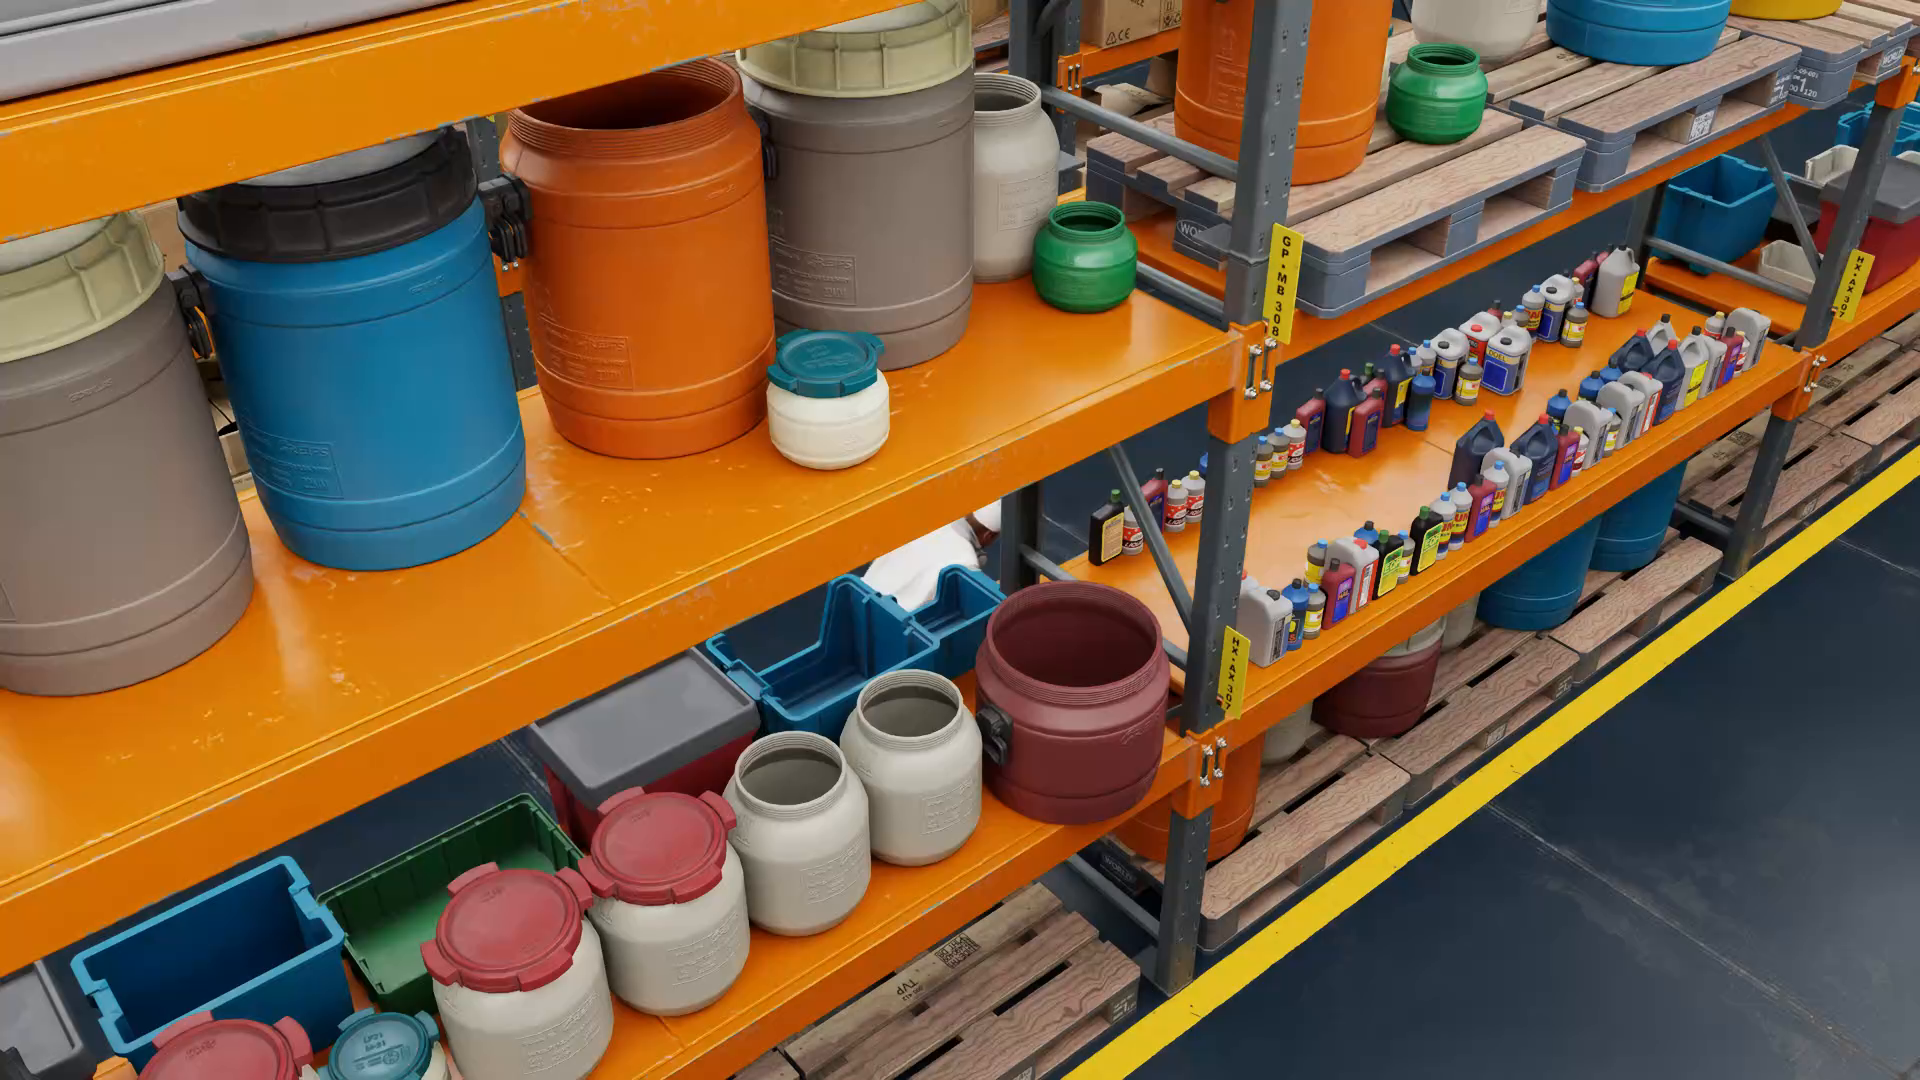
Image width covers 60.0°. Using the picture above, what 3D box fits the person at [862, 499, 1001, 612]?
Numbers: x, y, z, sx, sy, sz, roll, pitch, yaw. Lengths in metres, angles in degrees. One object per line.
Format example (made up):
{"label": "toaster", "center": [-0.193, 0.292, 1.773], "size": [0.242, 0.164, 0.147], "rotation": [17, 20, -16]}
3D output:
{"label": "person", "center": [-0.083, 0.272, 7.345], "size": [0.914, 1.005, 0.533], "rotation": [-11, 37, -15]}
